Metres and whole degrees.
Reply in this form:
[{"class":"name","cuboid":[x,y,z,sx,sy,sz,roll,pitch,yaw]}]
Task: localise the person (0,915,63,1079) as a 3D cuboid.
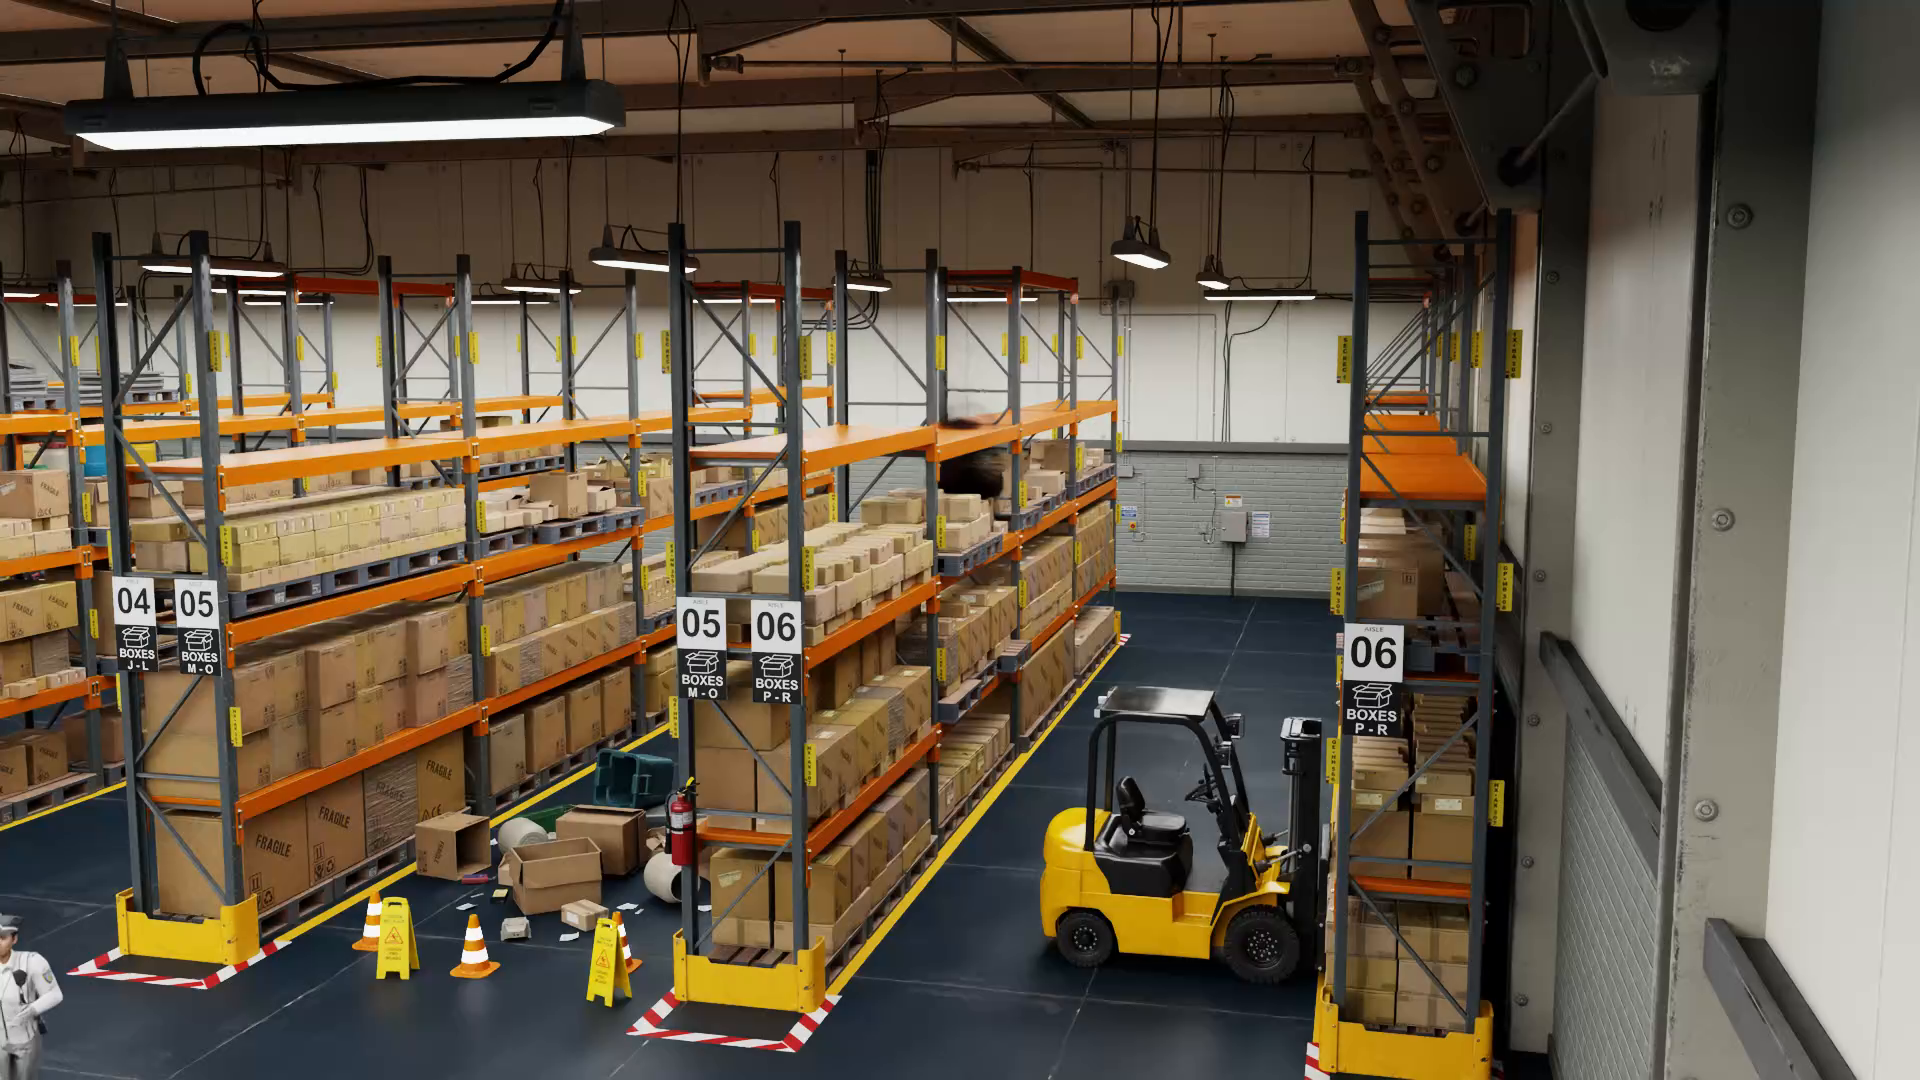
[{"class":"person","cuboid":[-5.809,3.111,10.195,0.579,1.746,0.715,-4,8,-27]}]
